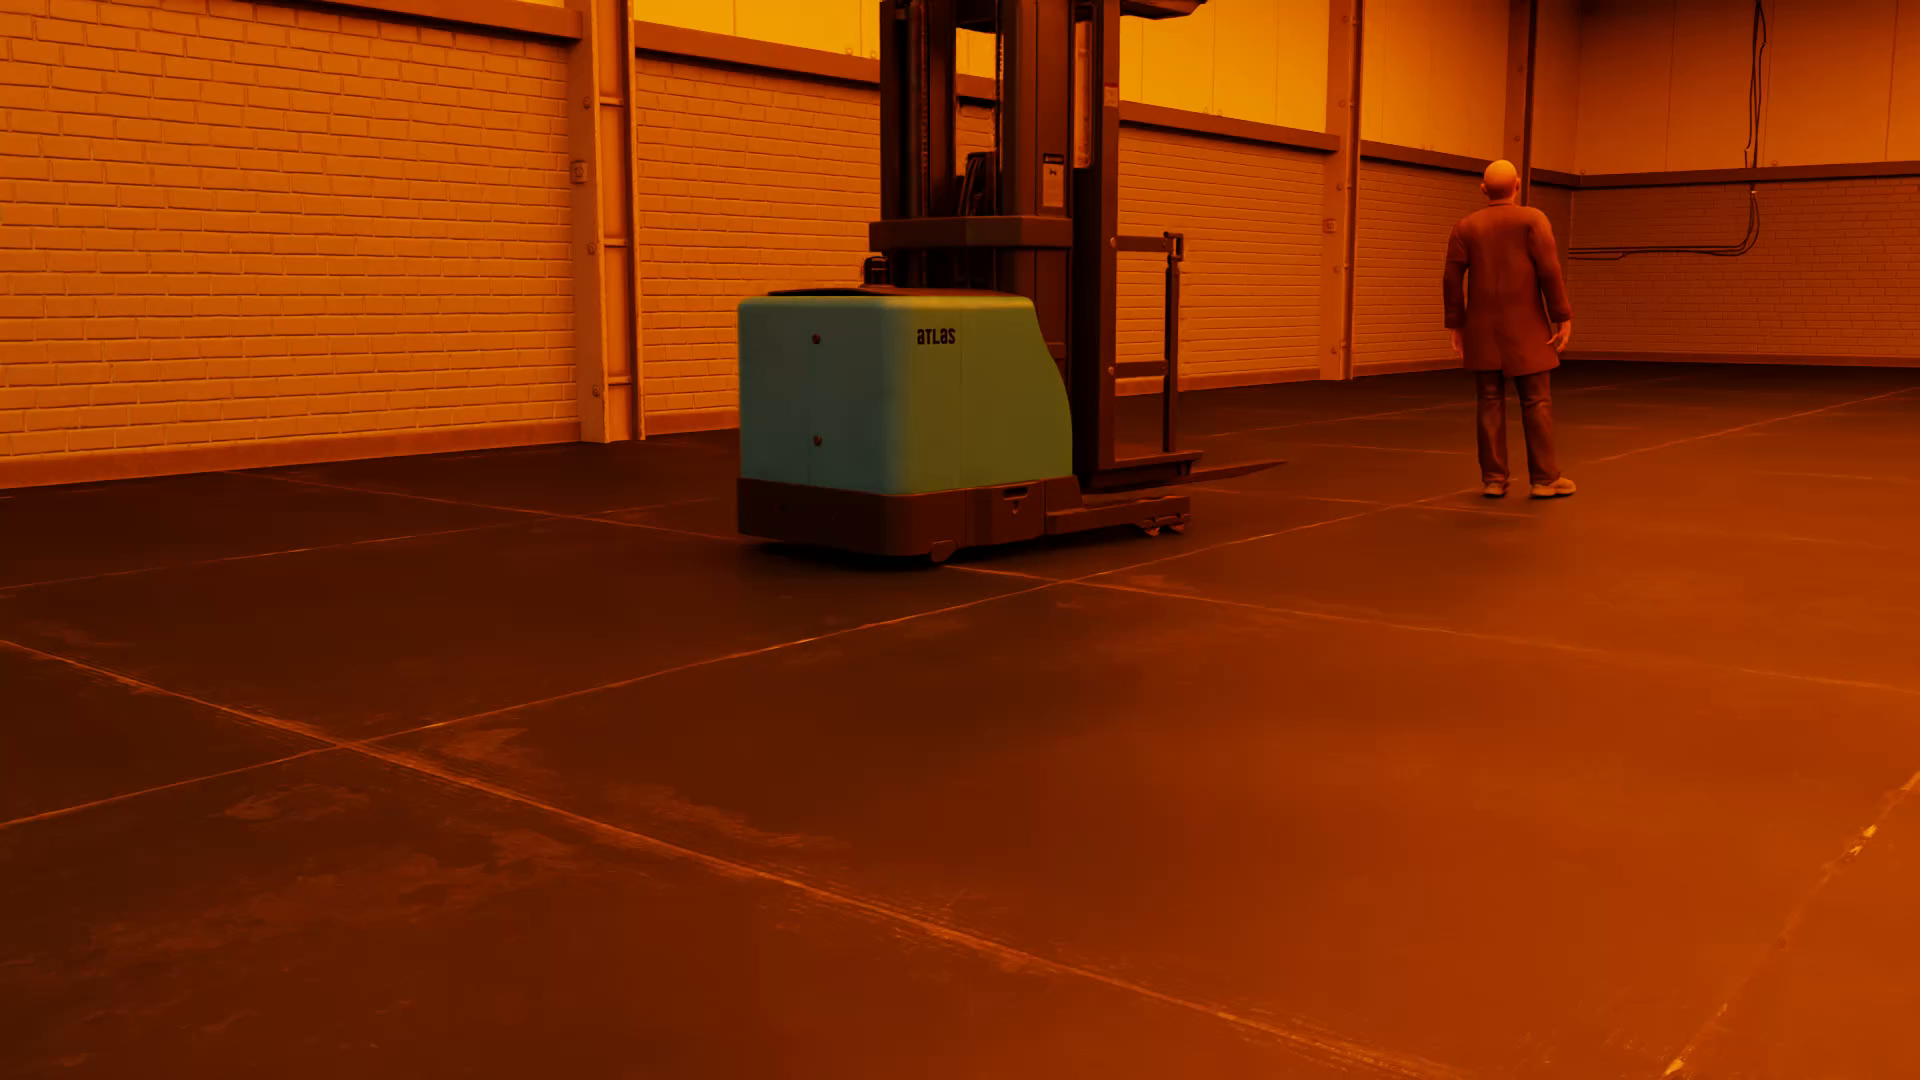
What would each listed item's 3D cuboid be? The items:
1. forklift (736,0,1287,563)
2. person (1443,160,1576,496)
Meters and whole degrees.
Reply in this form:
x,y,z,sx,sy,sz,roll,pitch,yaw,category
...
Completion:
x,y,z,sx,sy,sz,roll,pitch,yaw,category
0.426,-1.519,7.661,1.130,2.935,3.031,8,11,43,forklift
2.977,-1.133,8.971,0.693,1.779,0.574,7,11,38,person
